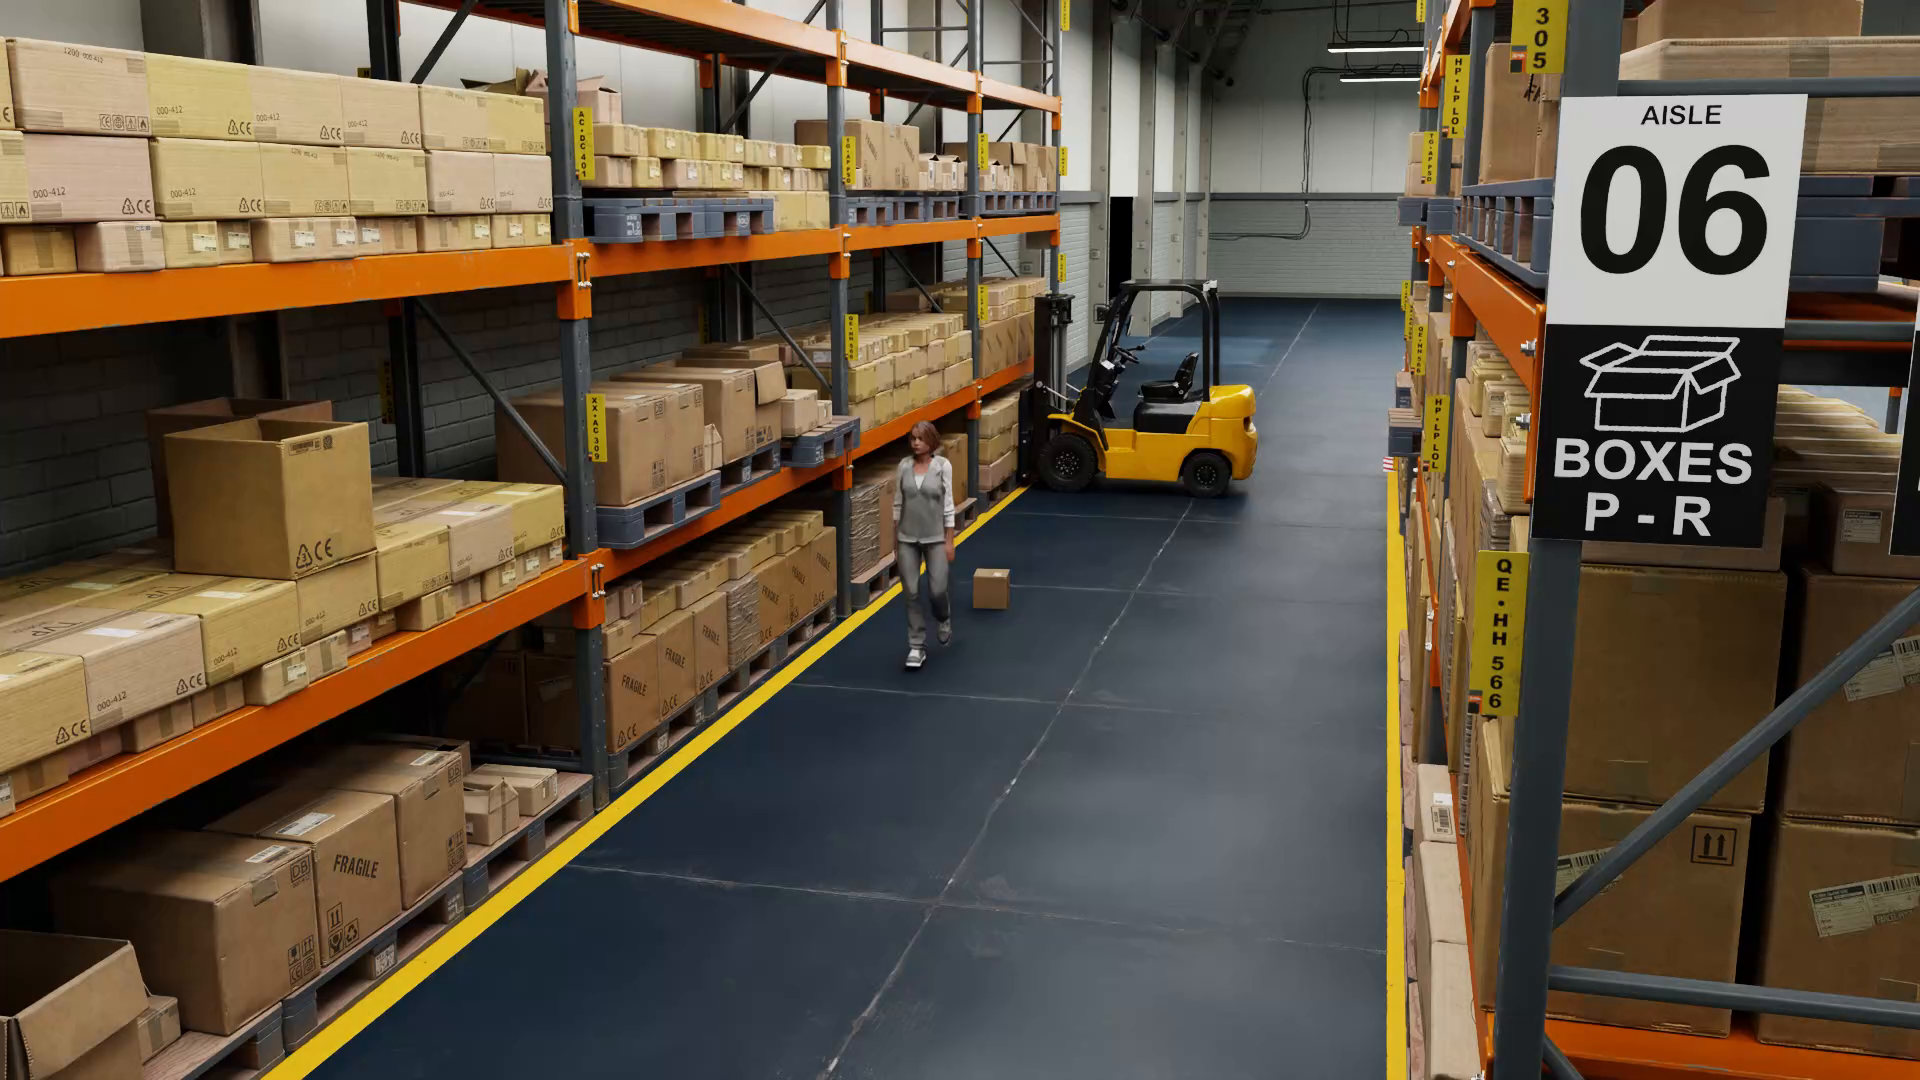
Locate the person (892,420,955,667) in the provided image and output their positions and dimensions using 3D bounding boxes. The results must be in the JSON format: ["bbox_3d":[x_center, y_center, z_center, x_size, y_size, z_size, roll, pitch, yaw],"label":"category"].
[{"bbox_3d":[-0.228,0.009,10.815,0.423,1.591,0.511,2,12,11],"label":"person"}]
